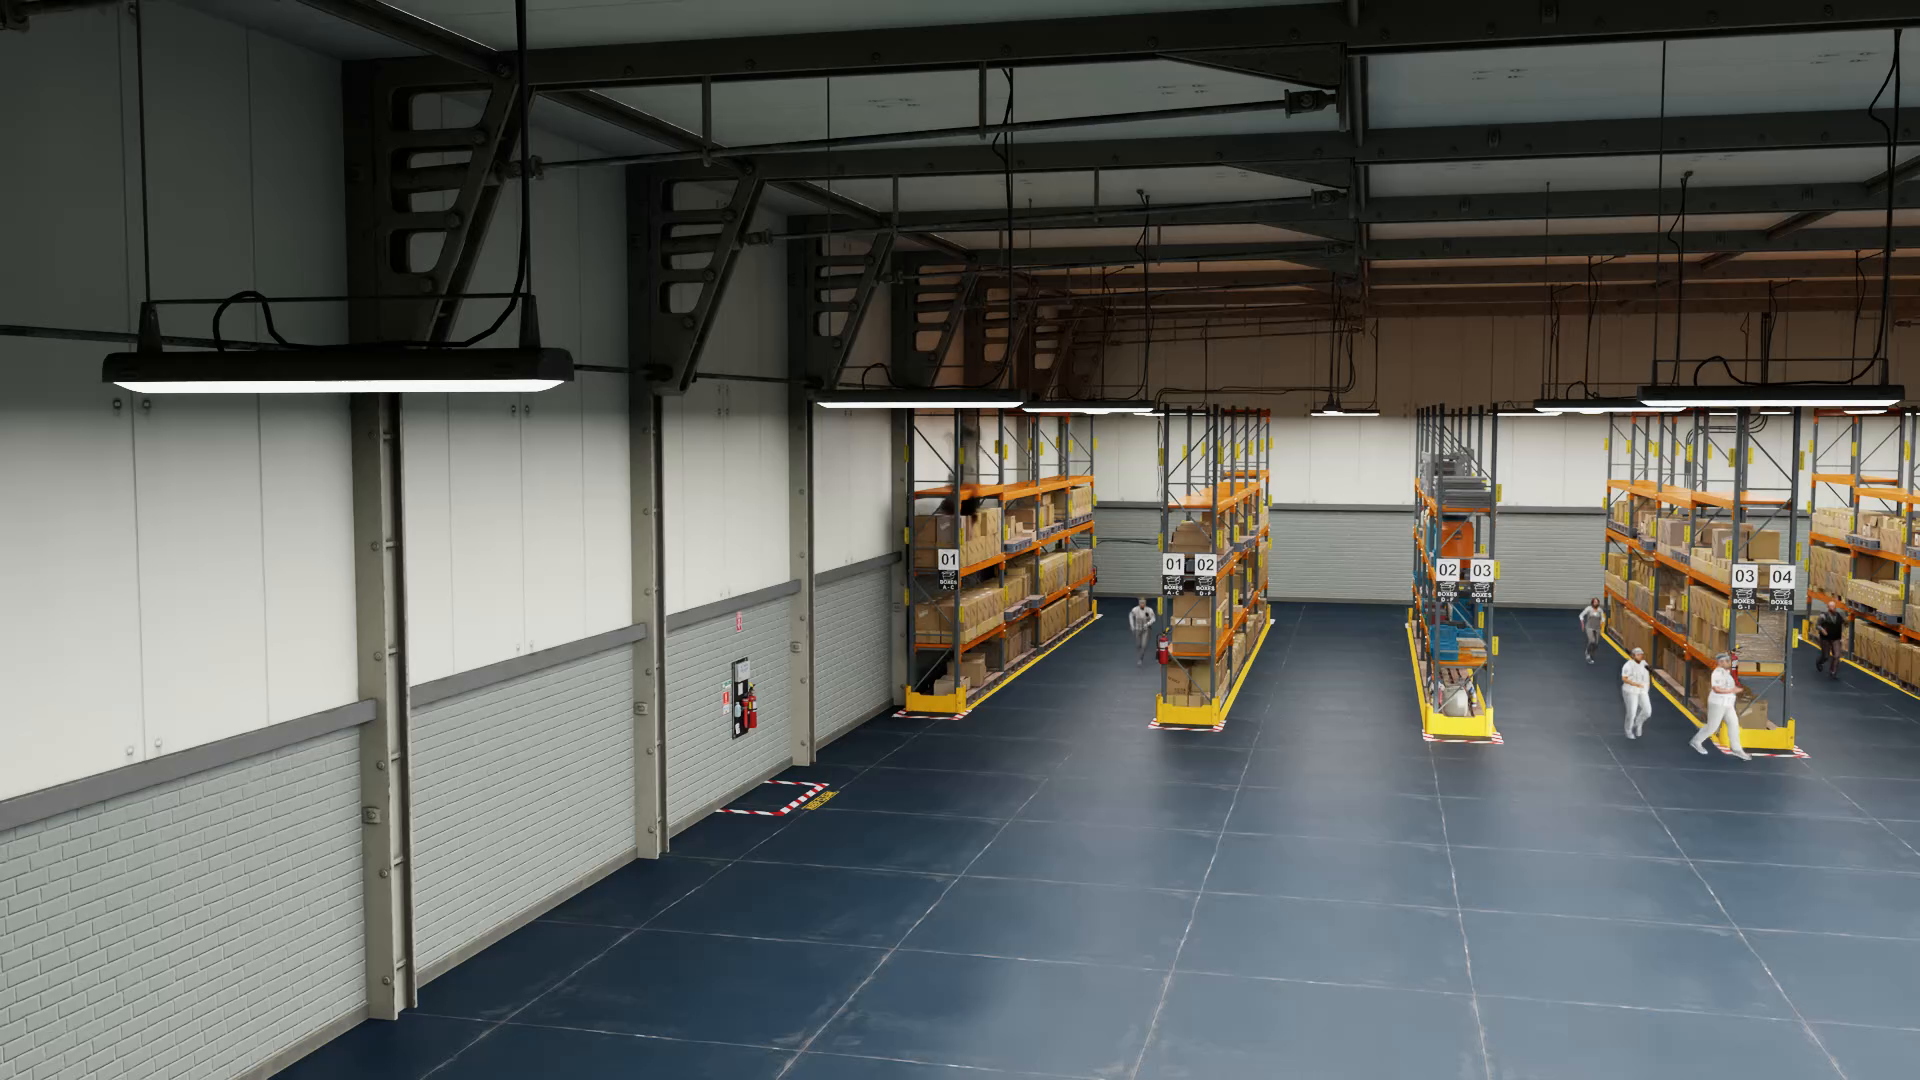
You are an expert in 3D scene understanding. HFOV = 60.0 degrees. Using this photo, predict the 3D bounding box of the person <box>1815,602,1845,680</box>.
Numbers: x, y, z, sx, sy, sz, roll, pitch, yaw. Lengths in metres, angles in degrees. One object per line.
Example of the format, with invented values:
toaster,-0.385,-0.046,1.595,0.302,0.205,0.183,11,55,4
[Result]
person,19.239,2.199,36.790,0.651,1.699,0.876,1,4,9

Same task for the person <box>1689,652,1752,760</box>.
person,12.816,2.770,27.998,0.665,1.792,0.965,-4,6,-42

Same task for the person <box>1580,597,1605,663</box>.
person,14.754,2.108,38.743,0.504,1.557,0.690,0,4,3

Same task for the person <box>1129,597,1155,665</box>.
person,4.246,2.115,38.785,0.607,1.615,0.686,0,4,5

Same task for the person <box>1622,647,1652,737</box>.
person,12.144,2.740,29.763,0.626,1.648,0.626,-1,4,-10
